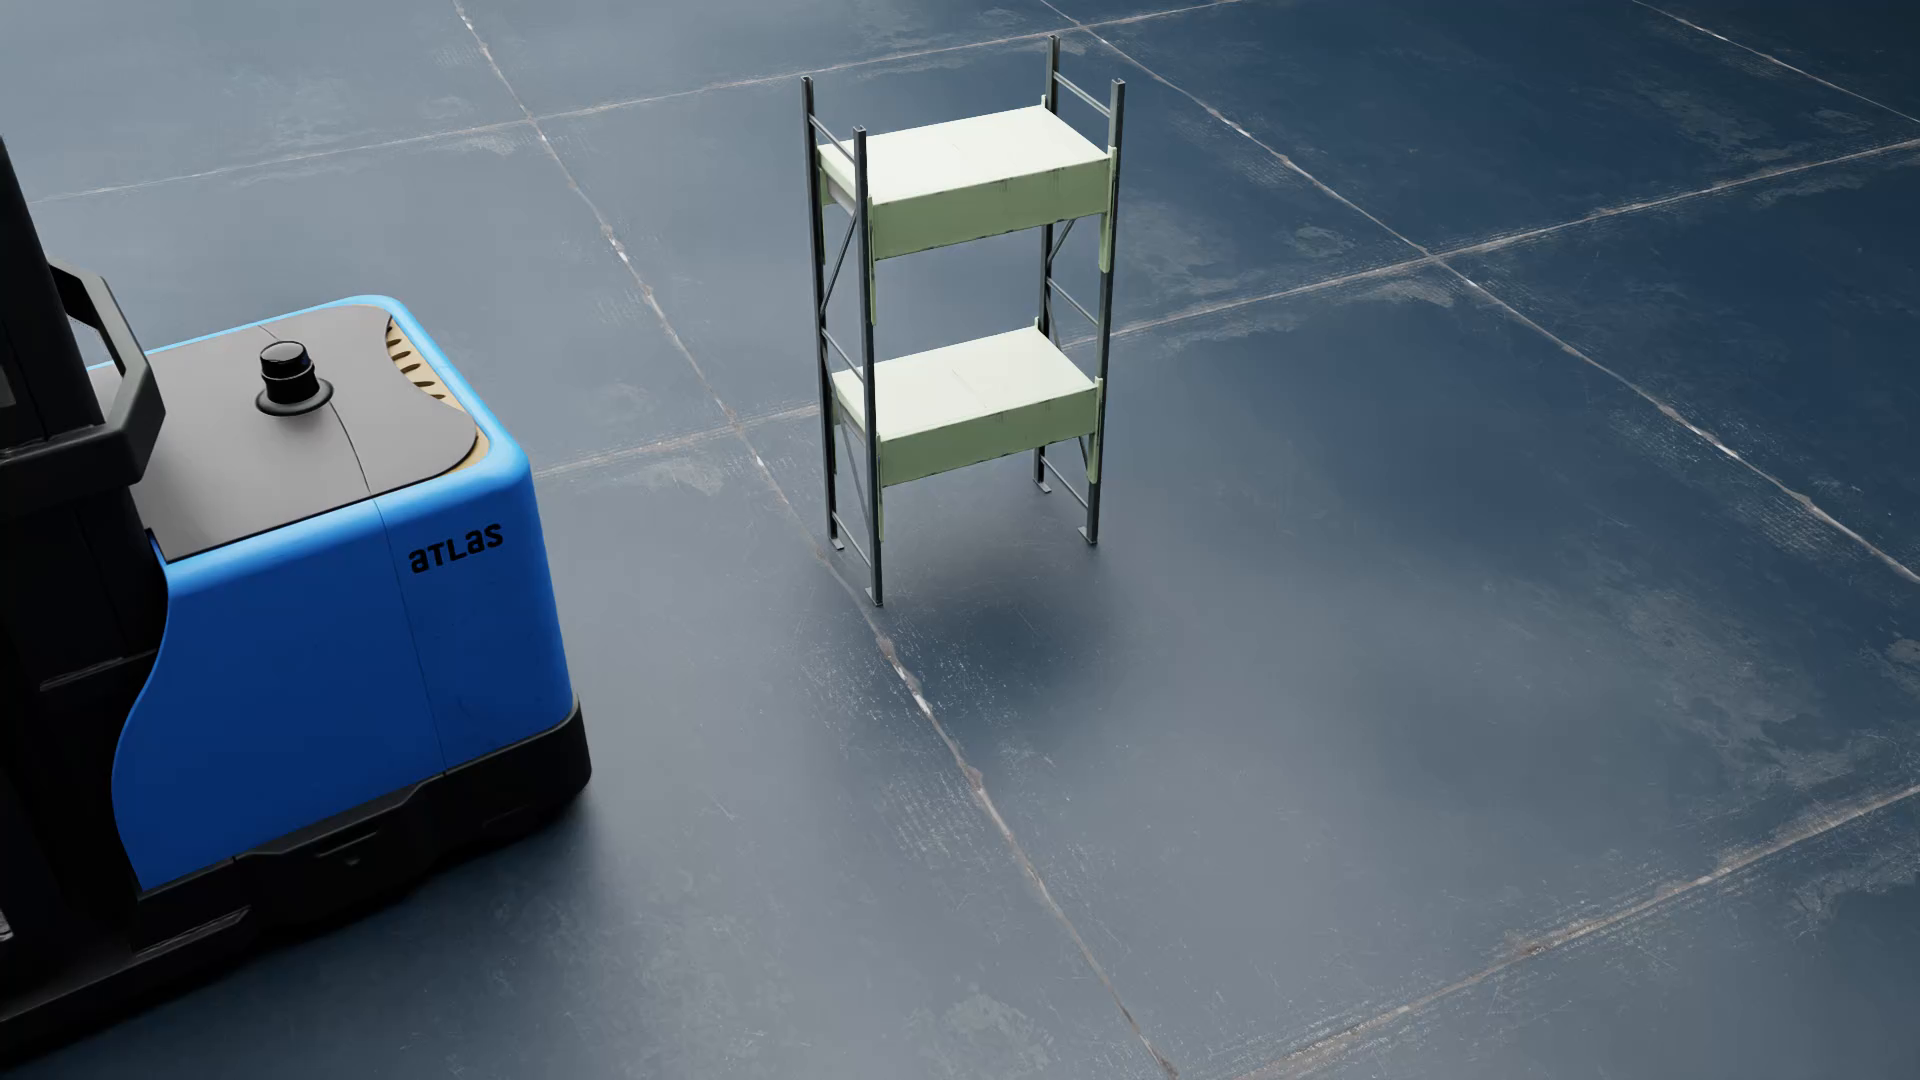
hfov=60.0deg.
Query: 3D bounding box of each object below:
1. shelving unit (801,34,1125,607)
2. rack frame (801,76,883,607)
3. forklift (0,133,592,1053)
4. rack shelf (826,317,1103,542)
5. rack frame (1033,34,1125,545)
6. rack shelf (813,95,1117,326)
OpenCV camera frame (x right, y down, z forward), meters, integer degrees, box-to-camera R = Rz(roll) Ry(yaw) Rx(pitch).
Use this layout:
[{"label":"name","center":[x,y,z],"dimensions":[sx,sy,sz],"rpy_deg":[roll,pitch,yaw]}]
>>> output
[{"label":"shelving unit","center":[0.006,-0.604,4.805],"dimensions":[0.755,1.500,0.431],"rpy_deg":[-16,39,-20]},{"label":"rack frame","center":[-0.325,-0.511,4.681],"dimensions":[0.023,1.500,0.400],"rpy_deg":[-16,39,-20]},{"label":"forklift","center":[-2.466,-0.253,3.130],"dimensions":[3.031,2.935,1.130],"rpy_deg":[-22,42,-26]},{"label":"rack shelf","center":[0.006,-0.342,5.000],"dimensions":[0.720,0.370,0.431],"rpy_deg":[-16,39,-20]},{"label":"rack frame","center":[0.337,-0.697,4.930],"dimensions":[0.023,1.500,0.400],"rpy_deg":[-16,39,-20]},{"label":"rack shelf","center":[0.006,-0.918,4.573],"dimensions":[0.720,0.370,0.431],"rpy_deg":[-16,39,-20]}]
